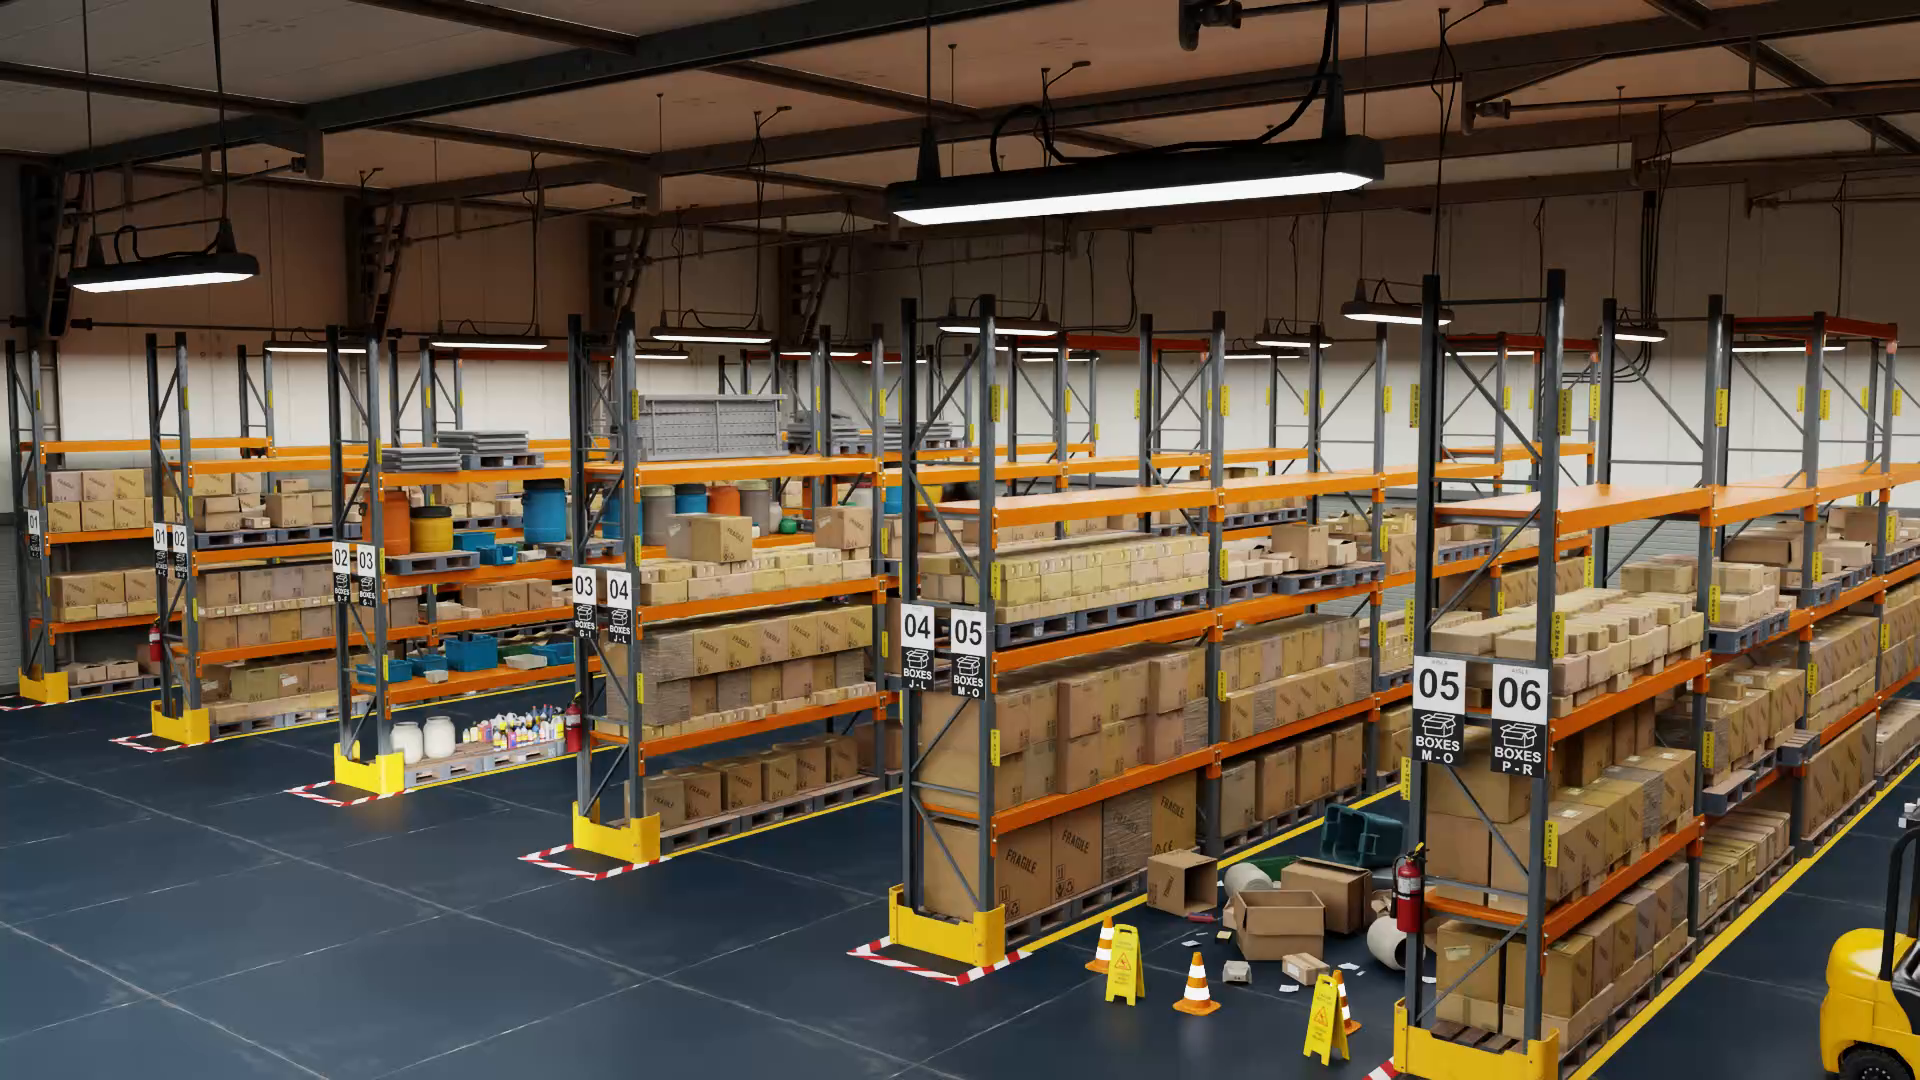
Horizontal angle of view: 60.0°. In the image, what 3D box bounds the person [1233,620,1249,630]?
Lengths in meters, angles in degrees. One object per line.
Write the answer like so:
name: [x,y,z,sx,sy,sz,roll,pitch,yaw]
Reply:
person: [4.280,2.036,25.554,0.446,1.645,0.950,5,7,41]
